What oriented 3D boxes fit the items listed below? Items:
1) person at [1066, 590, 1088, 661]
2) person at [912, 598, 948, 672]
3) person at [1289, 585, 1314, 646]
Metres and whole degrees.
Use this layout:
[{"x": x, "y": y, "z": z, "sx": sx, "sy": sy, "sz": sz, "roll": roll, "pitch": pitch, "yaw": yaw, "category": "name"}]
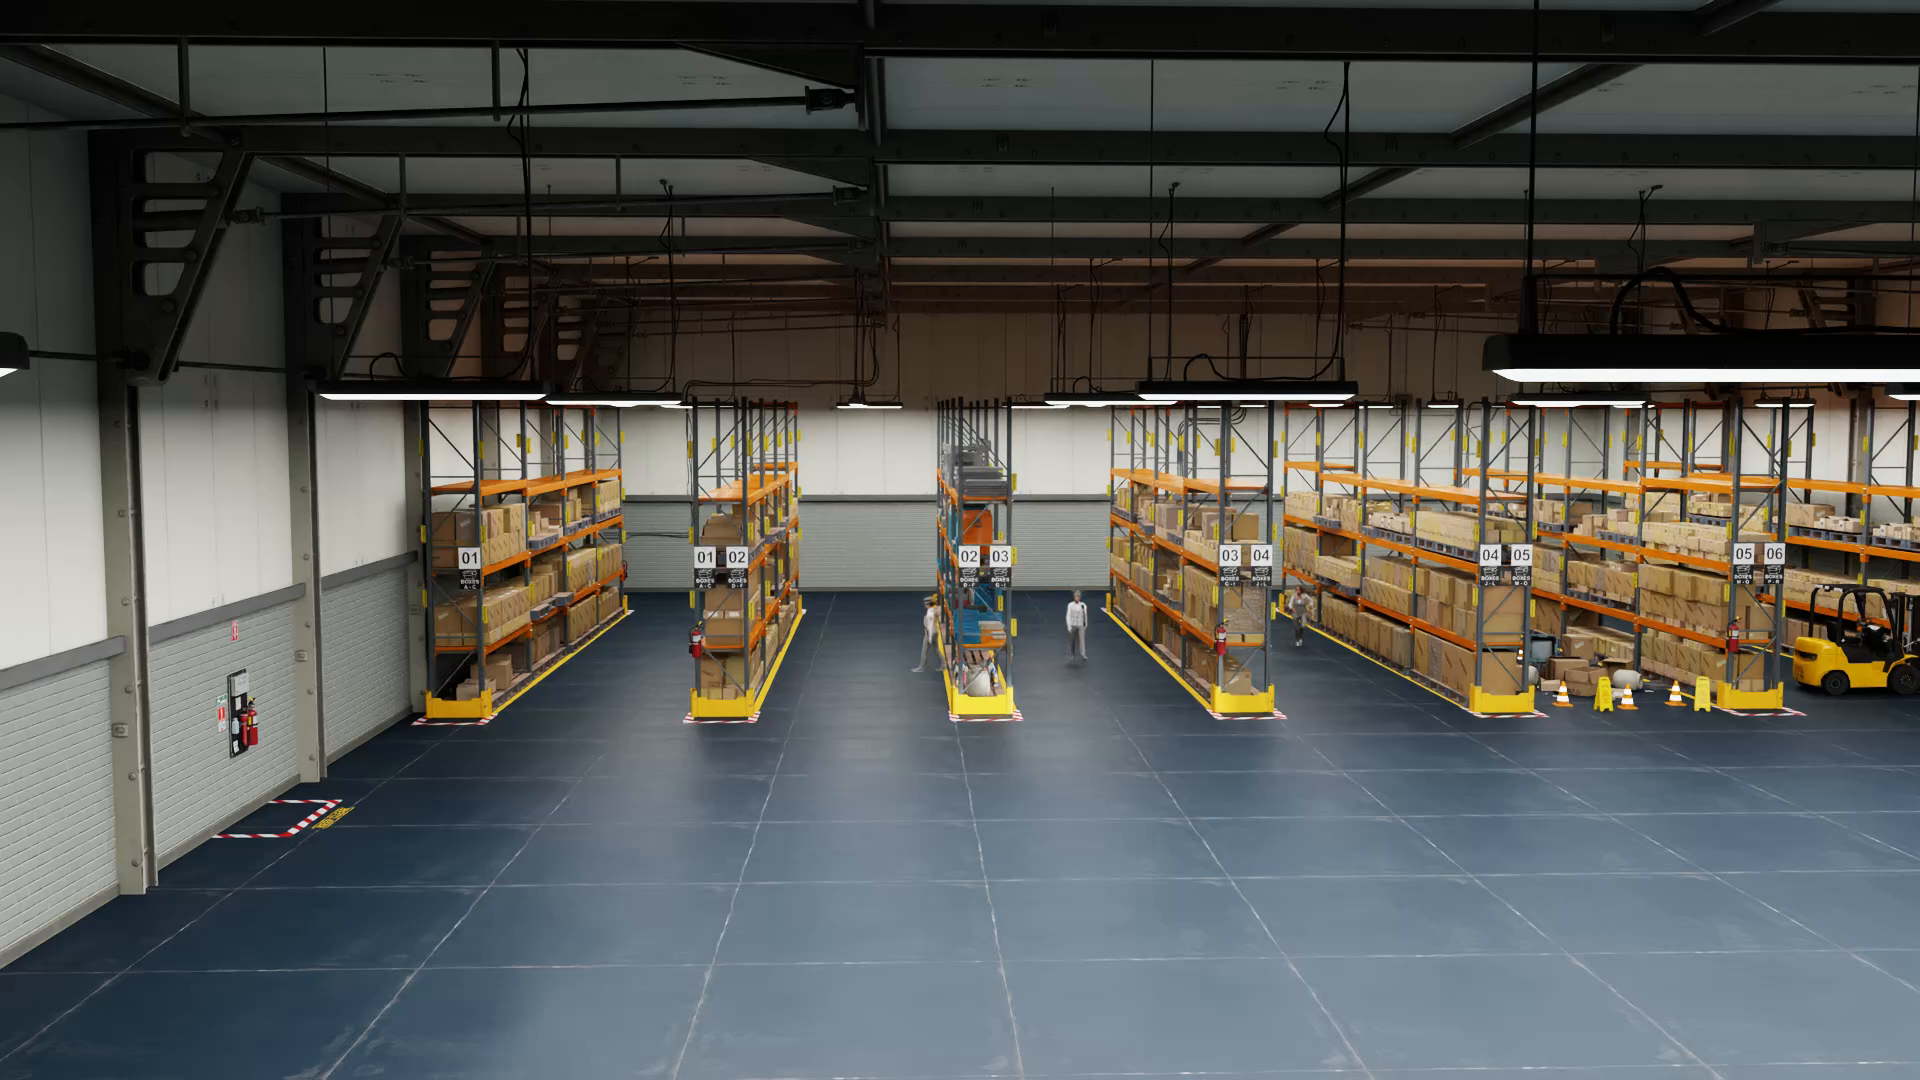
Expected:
[{"x": 2.666, "y": 1.964, "z": 37.898, "sx": 0.498, "sy": 1.627, "sz": 1.041, "roll": 0, "pitch": 4, "yaw": 2, "category": "person"}, {"x": -0.650, "y": 2.077, "z": 36.512, "sx": 0.758, "sy": 1.639, "sz": 0.562, "roll": 1, "pitch": 5, "yaw": 14, "category": "person"}, {"x": 8.278, "y": 1.829, "z": 40.387, "sx": 0.596, "sy": 1.515, "sz": 0.786, "roll": 1, "pitch": 4, "yaw": 7, "category": "person"}]
